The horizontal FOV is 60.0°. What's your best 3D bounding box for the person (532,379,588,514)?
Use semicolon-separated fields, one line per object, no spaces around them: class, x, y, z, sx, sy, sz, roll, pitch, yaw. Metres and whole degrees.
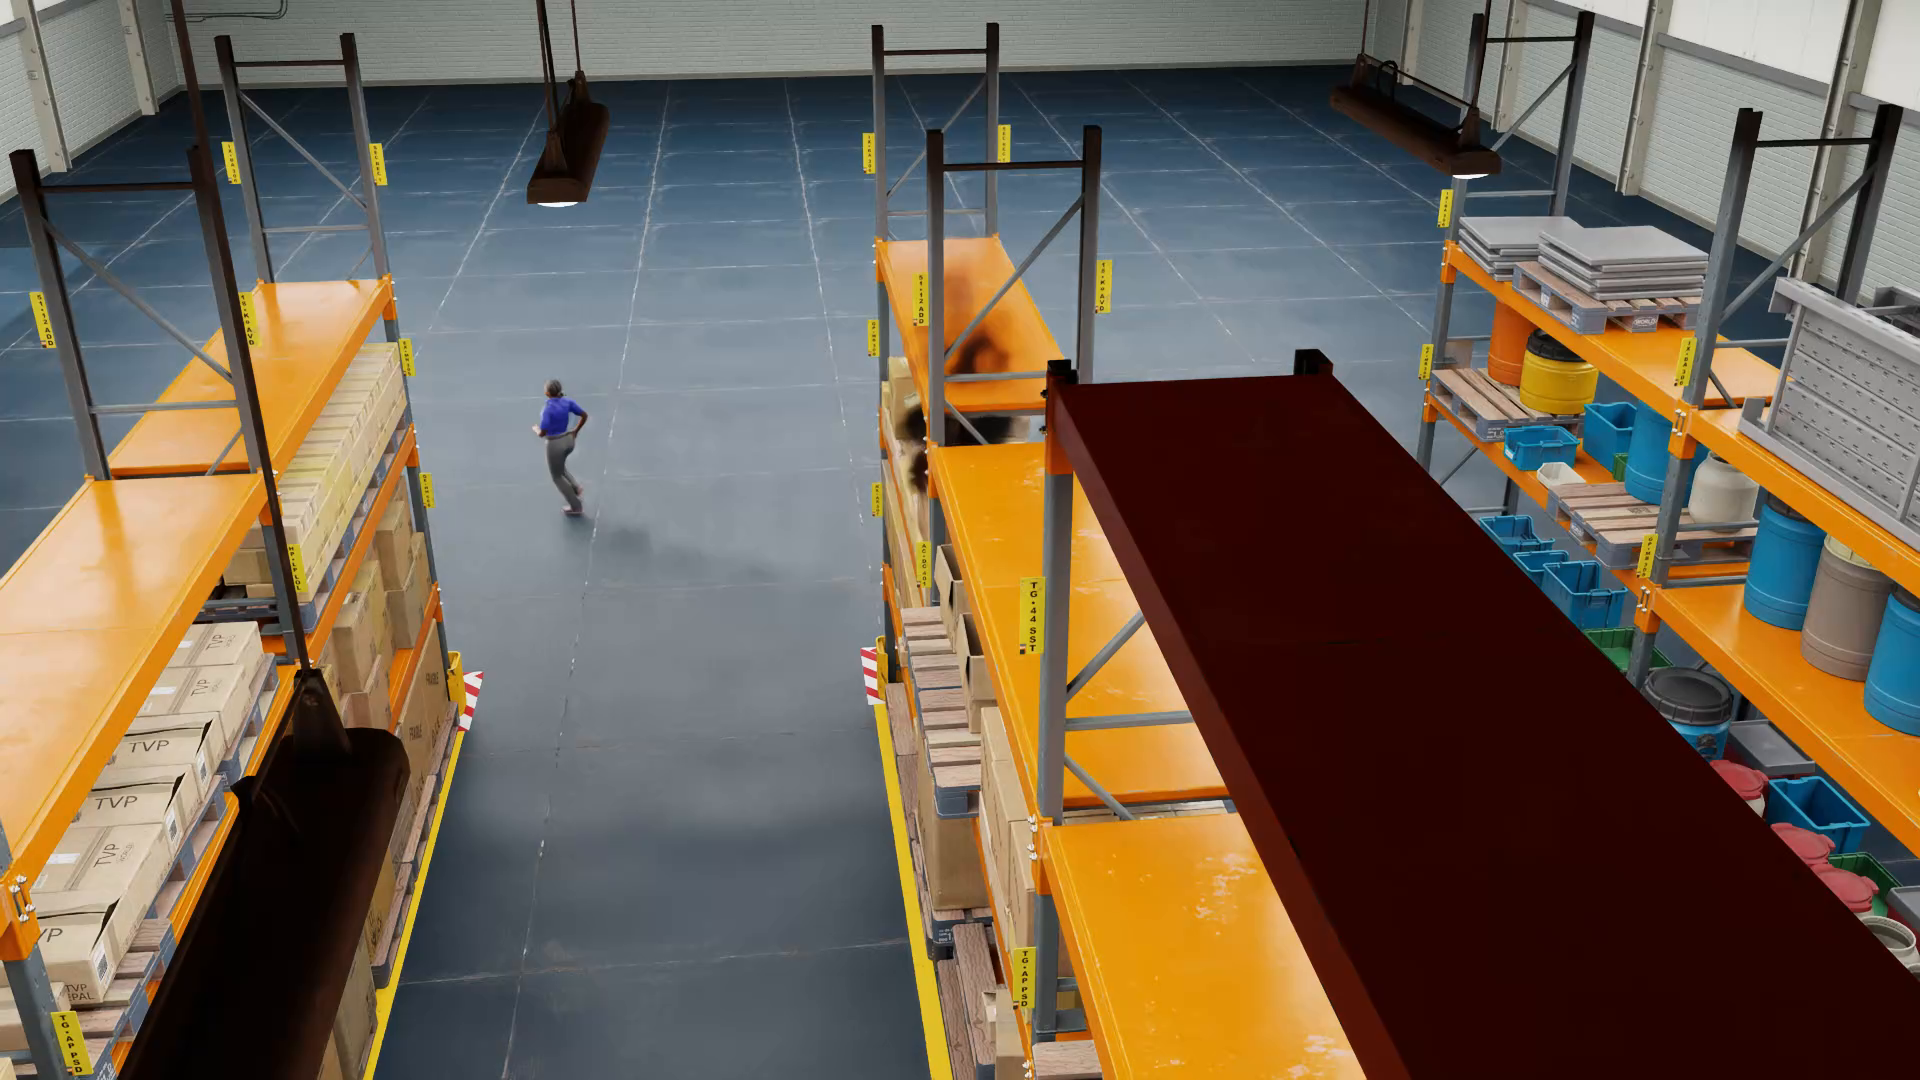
person;-4.581;-1.083;18.880;0.592;1.617;0.560;12;28;23
